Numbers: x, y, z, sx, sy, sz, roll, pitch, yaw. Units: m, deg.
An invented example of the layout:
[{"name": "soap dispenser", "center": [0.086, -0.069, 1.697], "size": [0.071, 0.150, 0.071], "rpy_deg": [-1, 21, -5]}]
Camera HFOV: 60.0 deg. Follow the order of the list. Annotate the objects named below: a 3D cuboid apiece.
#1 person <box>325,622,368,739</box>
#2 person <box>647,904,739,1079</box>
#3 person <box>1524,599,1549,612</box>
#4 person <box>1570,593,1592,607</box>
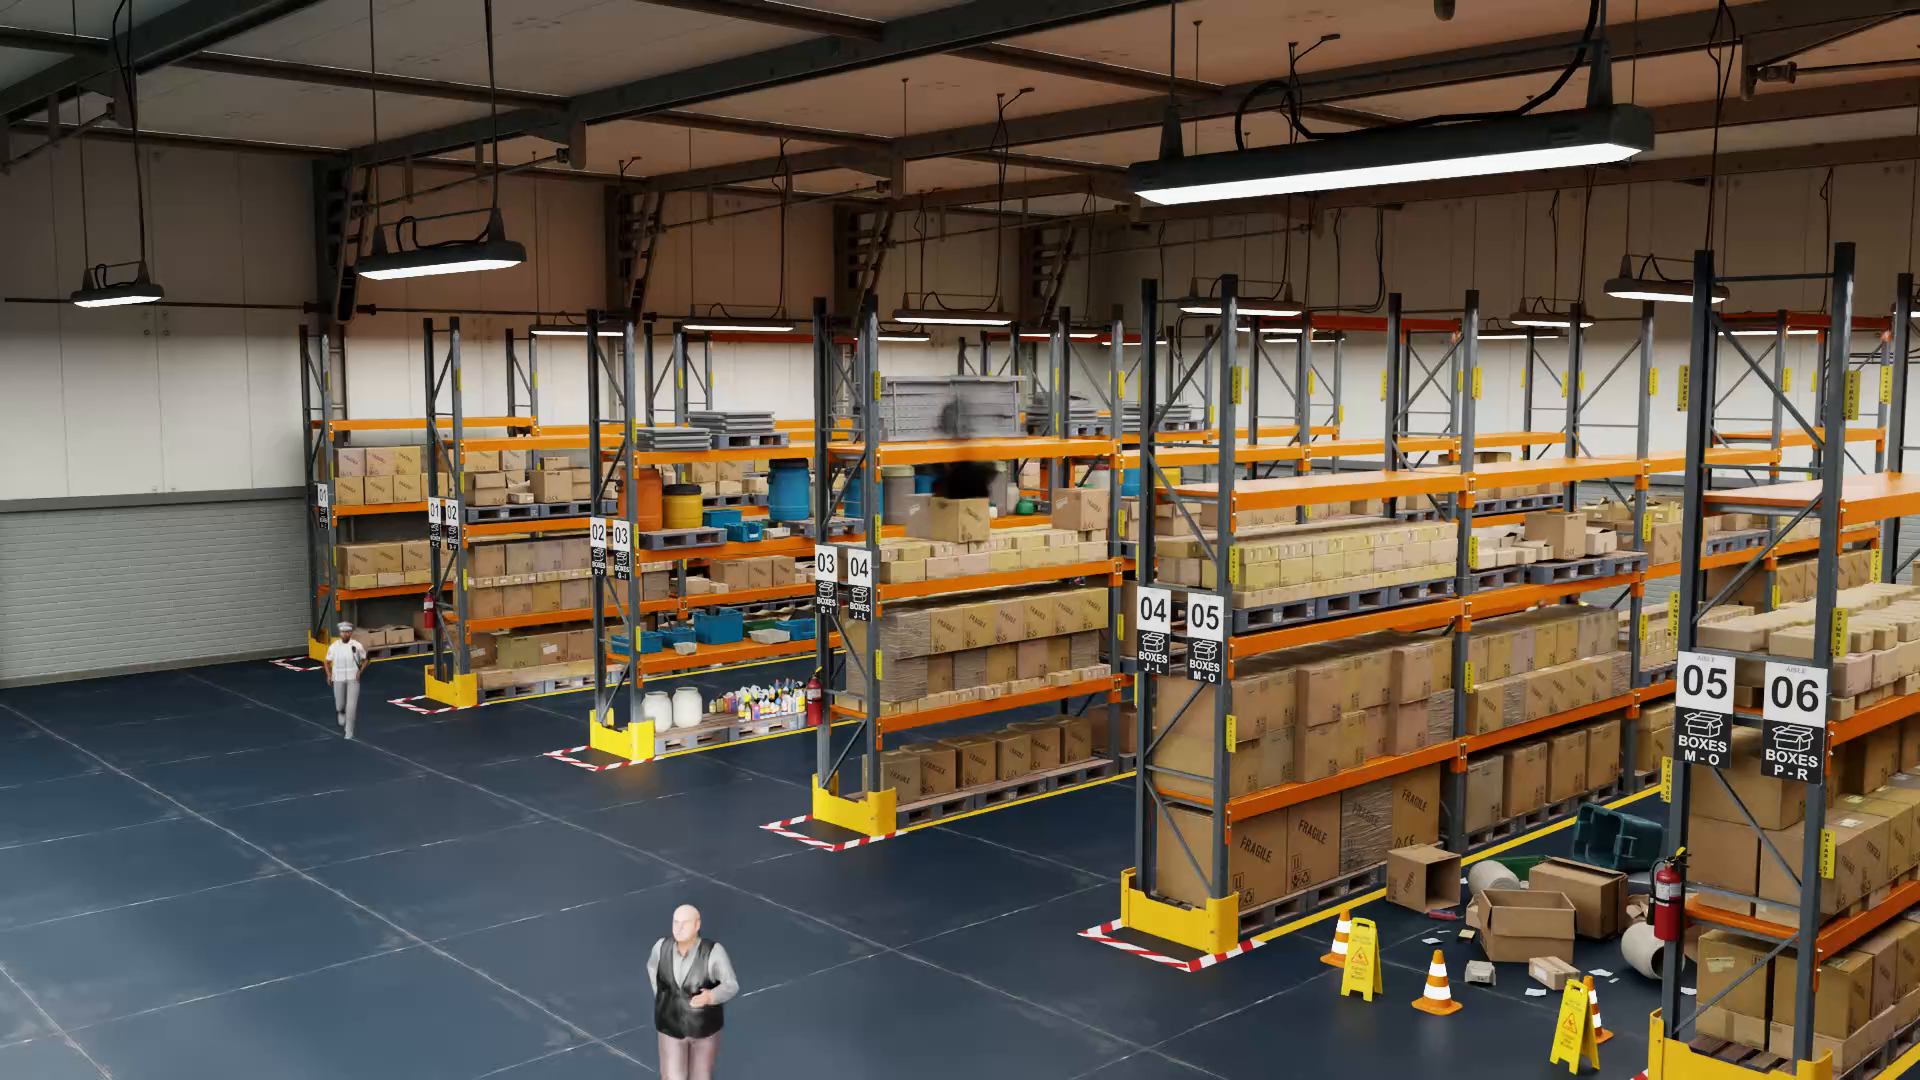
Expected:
[{"name": "person", "center": [-8.705, 1.971, 23.590], "size": [0.563, 1.661, 0.570], "rpy_deg": [-2, 6, -19]}, {"name": "person", "center": [-1.742, 3.239, 10.821], "size": [0.626, 1.790, 0.767], "rpy_deg": [0, 6, -3]}, {"name": "person", "center": [9.047, 1.673, 25.902], "size": [0.712, 1.772, 0.985], "rpy_deg": [4, 7, 38]}, {"name": "person", "center": [9.925, 1.593, 26.934], "size": [0.631, 1.736, 0.689], "rpy_deg": [-6, 8, -45]}]
